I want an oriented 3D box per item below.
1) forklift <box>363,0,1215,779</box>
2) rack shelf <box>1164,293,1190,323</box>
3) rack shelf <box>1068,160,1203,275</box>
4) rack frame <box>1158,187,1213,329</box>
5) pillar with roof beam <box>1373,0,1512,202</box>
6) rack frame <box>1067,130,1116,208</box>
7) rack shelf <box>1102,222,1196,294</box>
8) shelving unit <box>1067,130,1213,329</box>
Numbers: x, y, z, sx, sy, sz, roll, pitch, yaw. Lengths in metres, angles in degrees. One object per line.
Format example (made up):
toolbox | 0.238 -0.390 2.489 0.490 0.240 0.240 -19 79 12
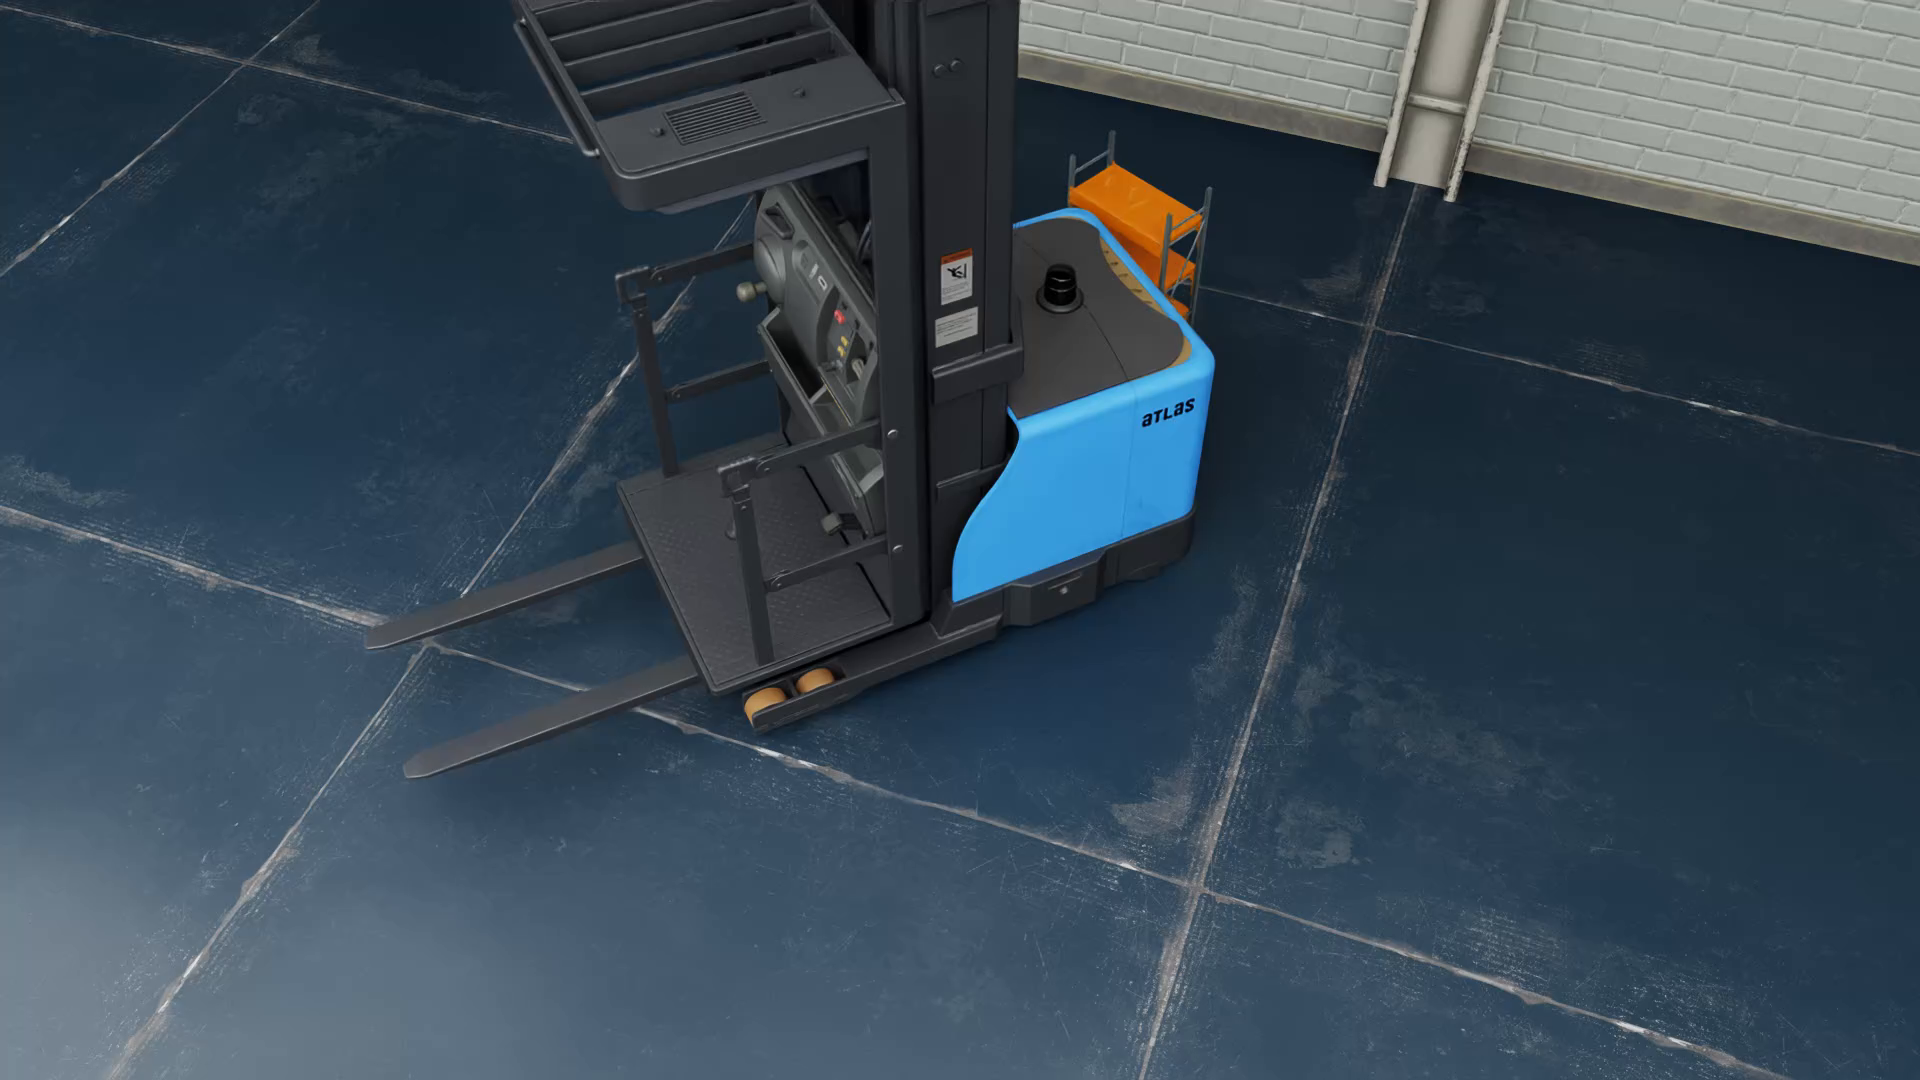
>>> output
forklift | -0.652 -0.729 5.309 3.031 2.935 1.130 -20 52 -16
rack shelf | 0.675 -0.940 6.726 0.258 0.148 0.480 -36 58 -27
rack shelf | 0.675 -1.242 6.379 0.258 0.148 0.480 -36 58 -27
rack frame | 0.844 -0.851 6.560 0.240 1.200 0.015 -36 58 -27
pillar with roof beam | 0.765 -1.687 2.124 0.400 9.000 9.100 16 51 13
rack frame | 0.507 -1.118 6.791 0.240 1.200 0.015 -36 58 -27
rack shelf | 0.675 -1.087 6.557 0.258 0.148 0.480 -36 58 -27
shelving unit | 0.675 -0.984 6.676 0.258 1.200 0.503 -36 58 -27
